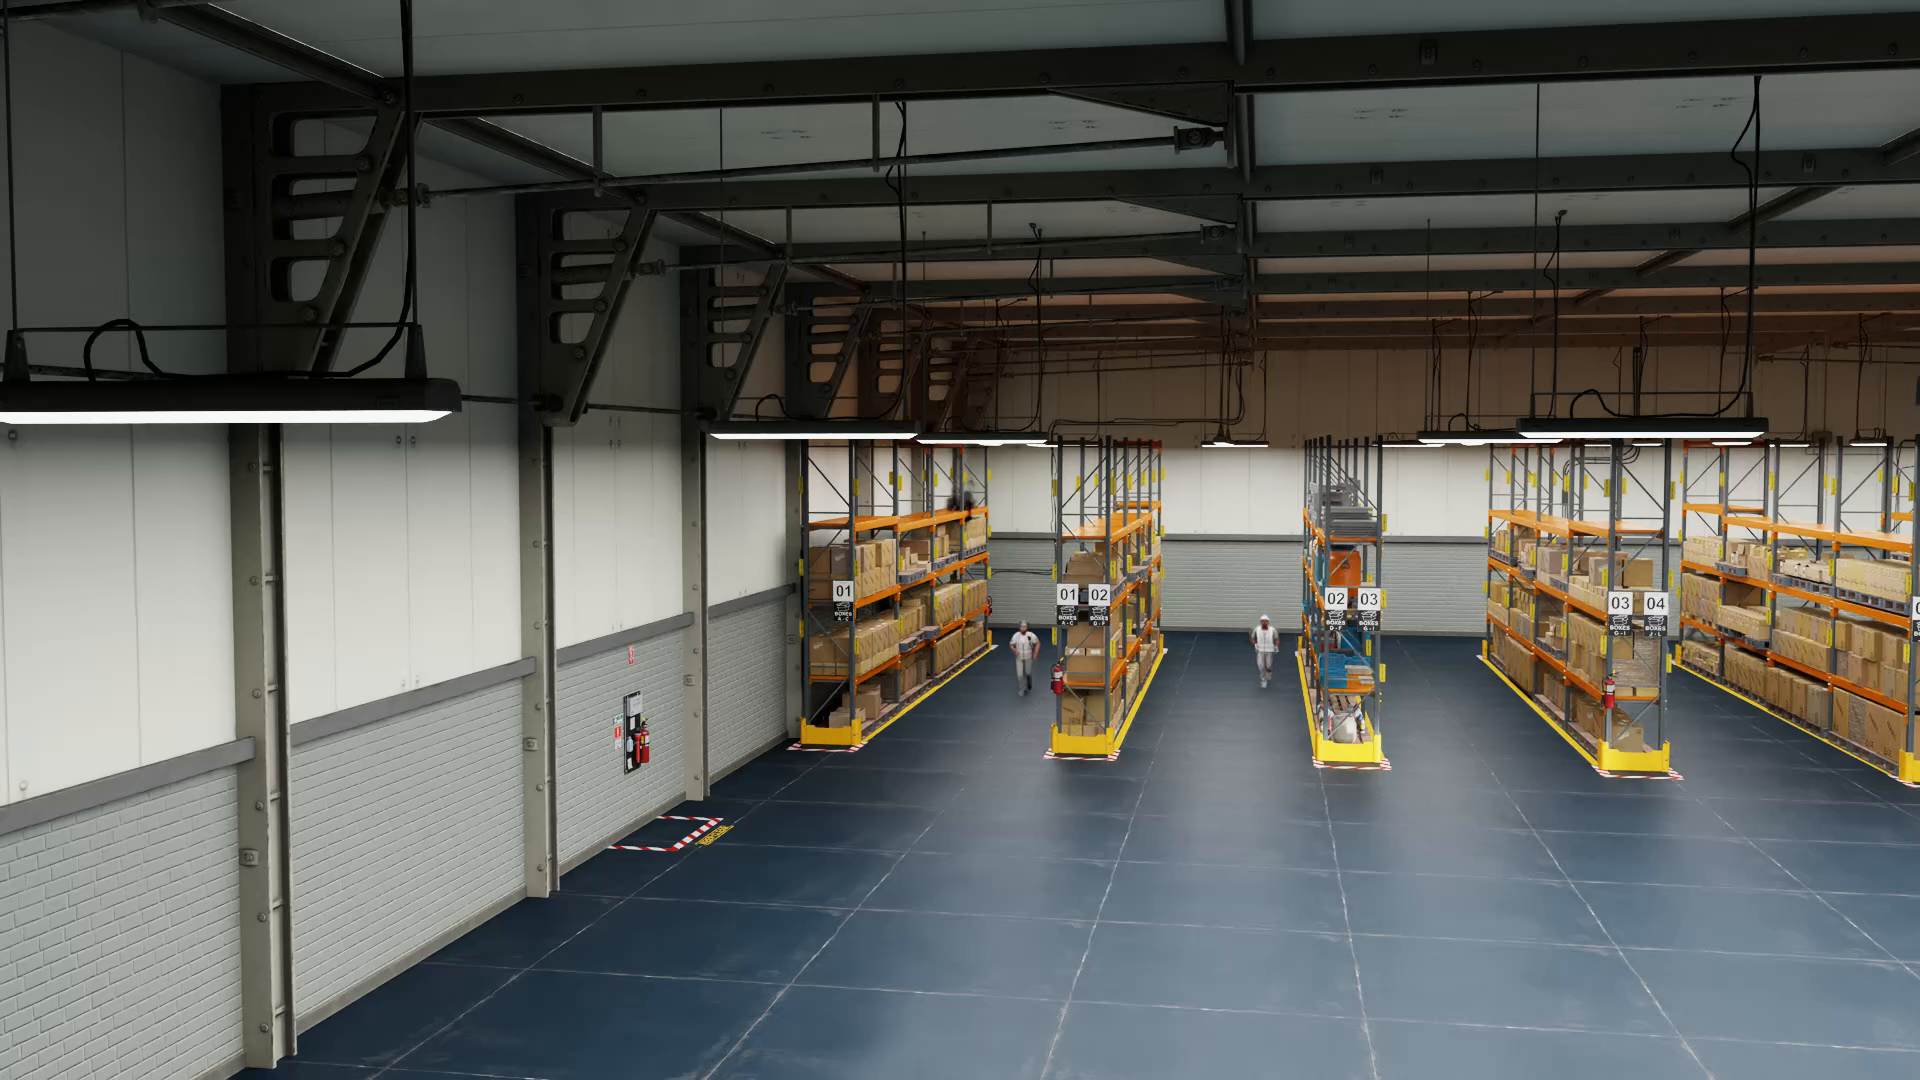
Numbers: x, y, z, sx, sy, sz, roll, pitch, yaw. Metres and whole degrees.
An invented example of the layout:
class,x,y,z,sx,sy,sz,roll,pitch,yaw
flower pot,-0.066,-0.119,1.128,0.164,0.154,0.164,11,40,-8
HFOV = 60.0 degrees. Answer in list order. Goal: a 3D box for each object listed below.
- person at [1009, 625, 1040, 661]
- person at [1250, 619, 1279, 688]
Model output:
class,x,y,z,sx,sy,sz,roll,pitch,yaw
person,1.494,2.384,38.826,0.705,0.895,0.525,0,3,6
person,7.358,2.707,40.172,0.685,1.703,0.600,1,3,12
